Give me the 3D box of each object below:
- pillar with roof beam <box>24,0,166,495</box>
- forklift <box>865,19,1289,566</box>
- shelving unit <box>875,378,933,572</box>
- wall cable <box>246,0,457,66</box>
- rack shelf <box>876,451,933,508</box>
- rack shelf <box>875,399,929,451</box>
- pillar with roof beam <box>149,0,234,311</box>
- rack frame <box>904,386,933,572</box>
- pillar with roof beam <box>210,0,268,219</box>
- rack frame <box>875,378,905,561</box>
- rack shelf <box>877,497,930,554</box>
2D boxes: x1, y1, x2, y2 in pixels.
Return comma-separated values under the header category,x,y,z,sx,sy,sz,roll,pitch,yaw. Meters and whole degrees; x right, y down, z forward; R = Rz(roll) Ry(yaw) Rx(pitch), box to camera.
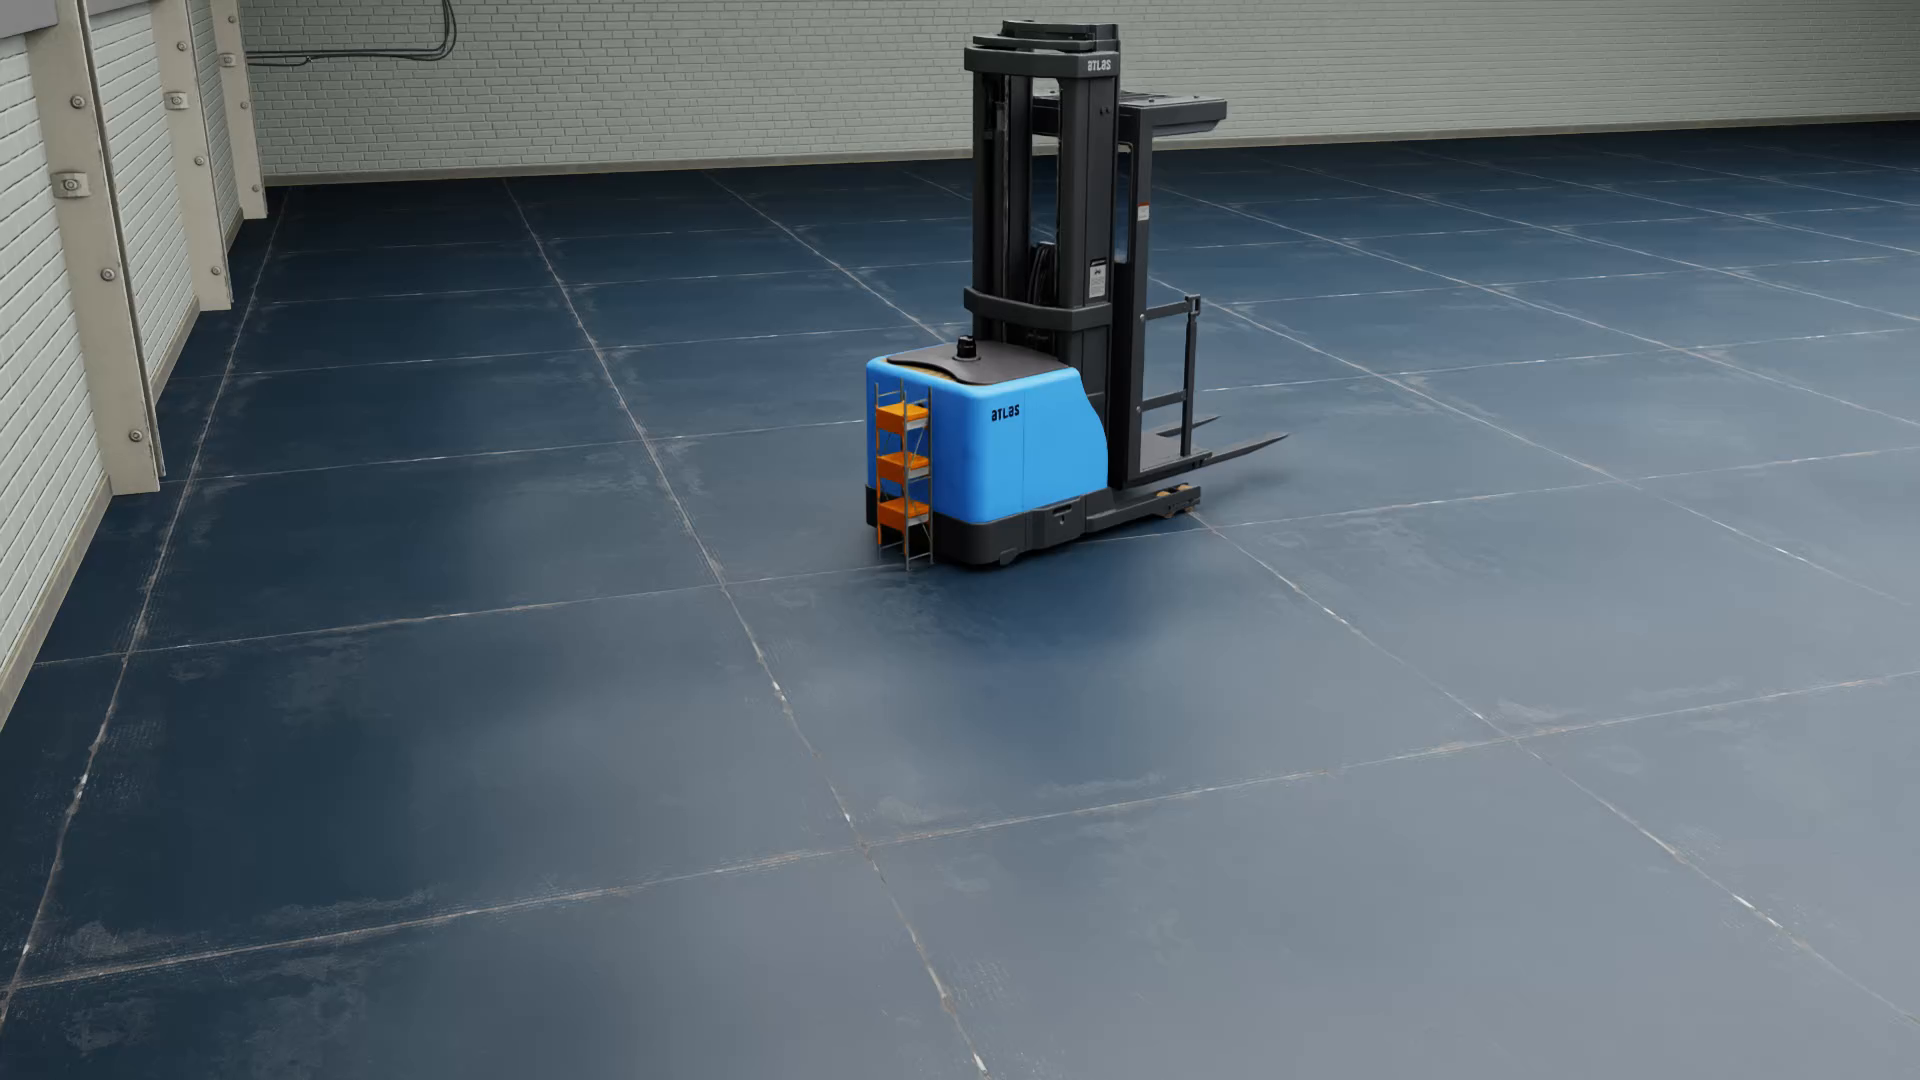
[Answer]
category,x,y,z,sx,sy,sz,roll,pitch,yaw
pillar with roof beam,-1.325,-5.057,10.682,9.100,9.000,0.400,-6,21,-17
forklift,0.873,-1.631,10.121,3.031,2.935,1.130,-17,26,-39
shelving unit,-0.314,-0.365,9.380,0.215,1.050,0.252,-17,26,-39
wall cable,-8.854,-8.075,23.678,3.097,2.526,0.112,-6,21,-17
rack shelf,-0.314,-0.355,9.384,0.215,0.259,0.240,-17,26,-39
rack shelf,-0.314,-0.622,9.288,0.215,0.259,0.240,-17,26,-39
pillar with roof beam,-3.210,-6.982,16.043,9.100,9.000,0.400,-6,21,-17
rack frame,-0.232,-0.335,9.295,0.200,1.050,0.008,-17,26,-39
pillar with roof beam,-5.096,-8.907,21.403,9.100,9.000,0.400,-6,21,-17
rack frame,-0.396,-0.396,9.465,0.200,1.050,0.008,-17,26,-39
rack shelf,-0.314,-0.094,9.477,0.215,0.259,0.240,-17,26,-39
